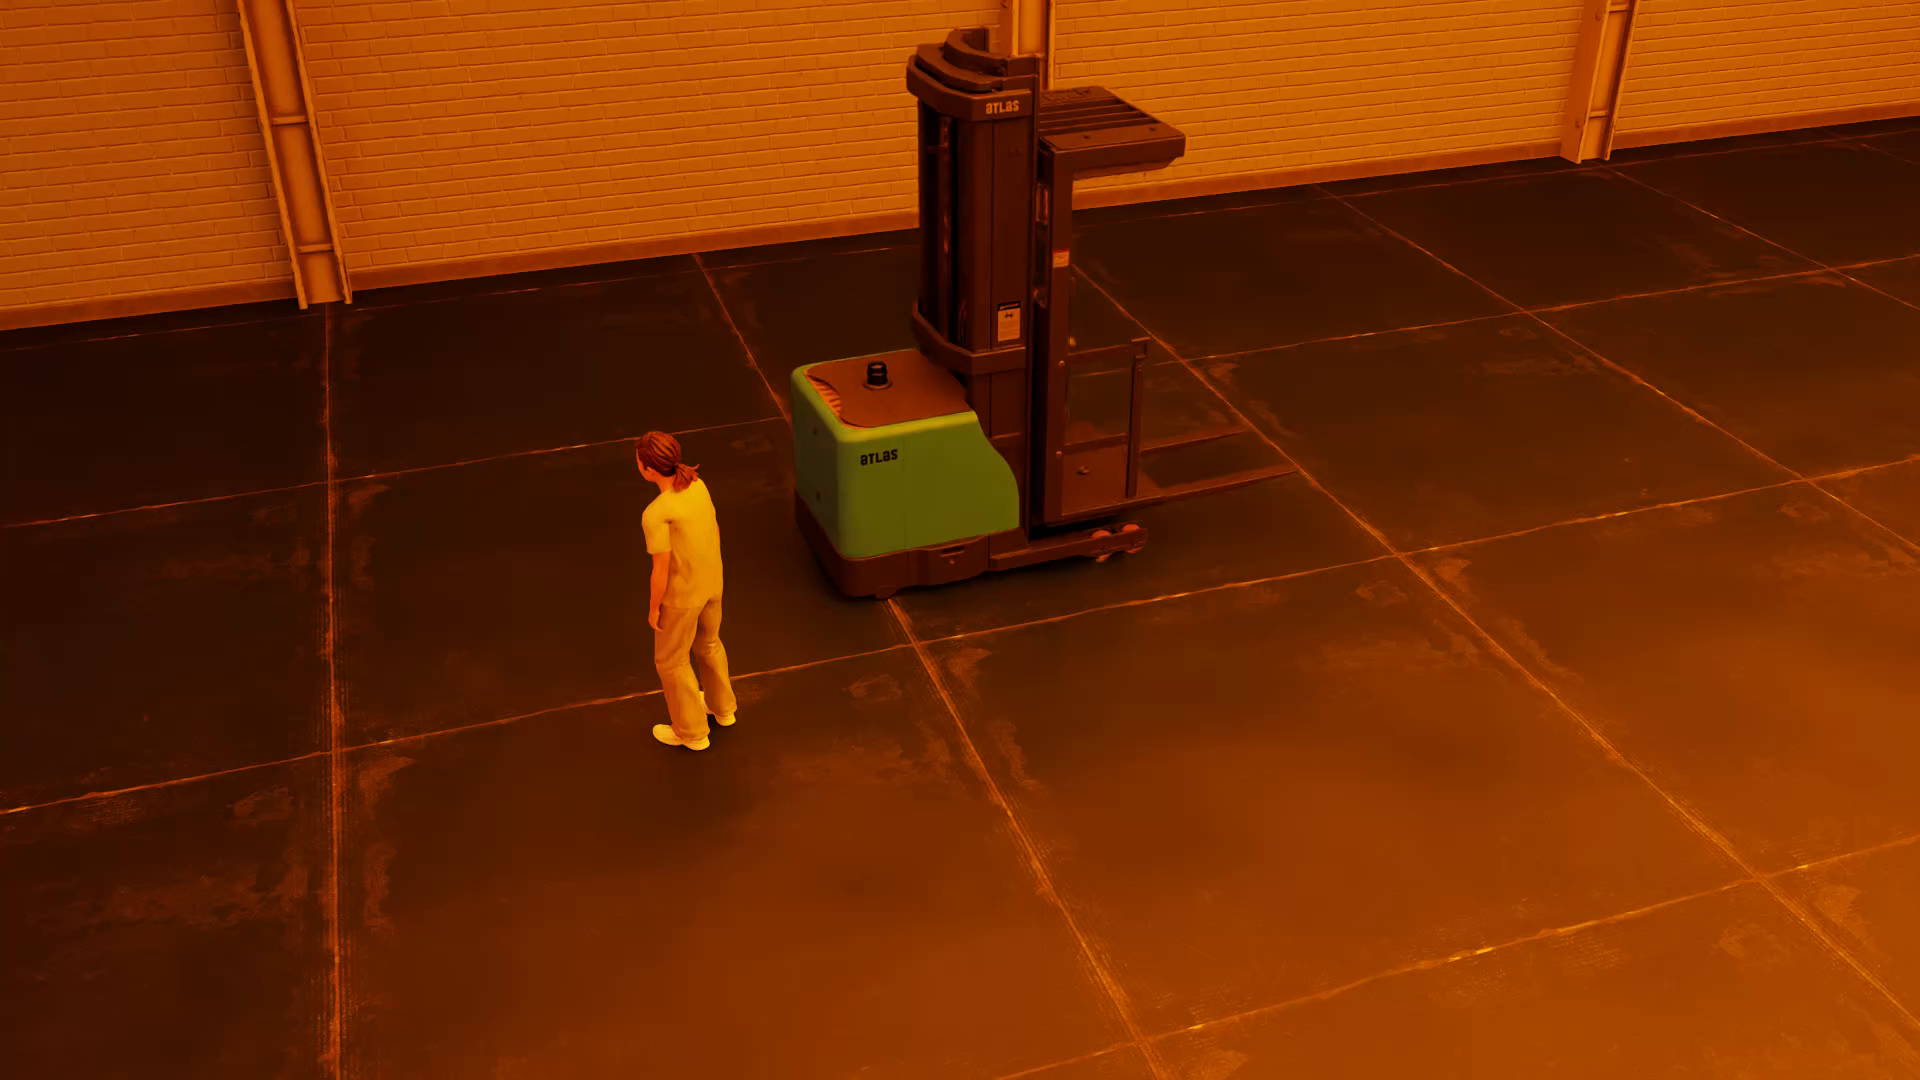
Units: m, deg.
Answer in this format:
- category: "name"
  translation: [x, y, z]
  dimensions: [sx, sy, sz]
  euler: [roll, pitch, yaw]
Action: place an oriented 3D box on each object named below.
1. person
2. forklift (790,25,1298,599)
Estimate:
- category: "person"
  translation: [-1.314, 0.267, 7.947]
  dimensions: [0.359, 1.612, 0.503]
  euler: [16, 34, 26]
- category: "forklift"
  translation: [0.572, -1.393, 9.507]
  dimensions: [3.031, 2.935, 1.130]
  euler: [-11, 32, -19]
